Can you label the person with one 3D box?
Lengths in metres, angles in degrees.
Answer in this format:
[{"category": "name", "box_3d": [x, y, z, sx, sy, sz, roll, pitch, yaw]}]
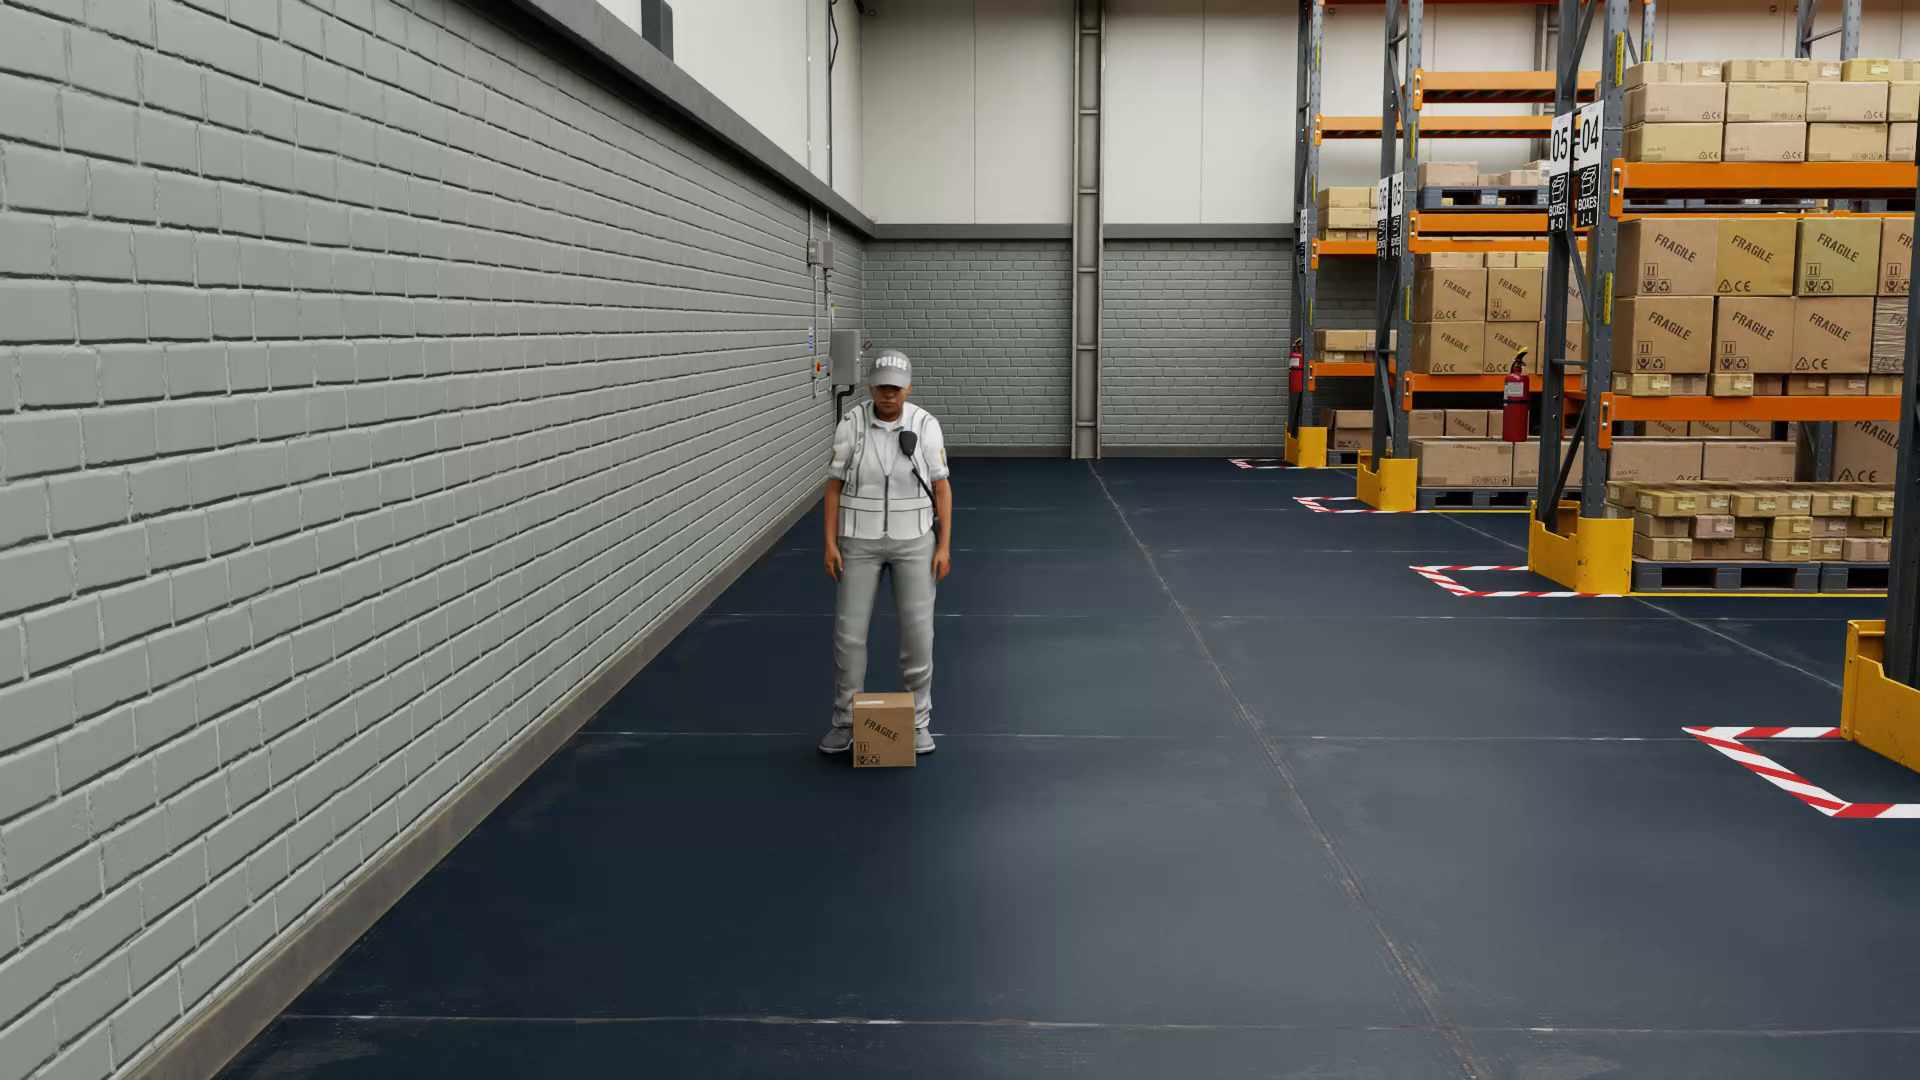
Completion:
[{"category": "person", "box_3d": [-0.311, 0.044, 6.907, 0.551, 1.666, 0.472, 0, 7, 0]}]
